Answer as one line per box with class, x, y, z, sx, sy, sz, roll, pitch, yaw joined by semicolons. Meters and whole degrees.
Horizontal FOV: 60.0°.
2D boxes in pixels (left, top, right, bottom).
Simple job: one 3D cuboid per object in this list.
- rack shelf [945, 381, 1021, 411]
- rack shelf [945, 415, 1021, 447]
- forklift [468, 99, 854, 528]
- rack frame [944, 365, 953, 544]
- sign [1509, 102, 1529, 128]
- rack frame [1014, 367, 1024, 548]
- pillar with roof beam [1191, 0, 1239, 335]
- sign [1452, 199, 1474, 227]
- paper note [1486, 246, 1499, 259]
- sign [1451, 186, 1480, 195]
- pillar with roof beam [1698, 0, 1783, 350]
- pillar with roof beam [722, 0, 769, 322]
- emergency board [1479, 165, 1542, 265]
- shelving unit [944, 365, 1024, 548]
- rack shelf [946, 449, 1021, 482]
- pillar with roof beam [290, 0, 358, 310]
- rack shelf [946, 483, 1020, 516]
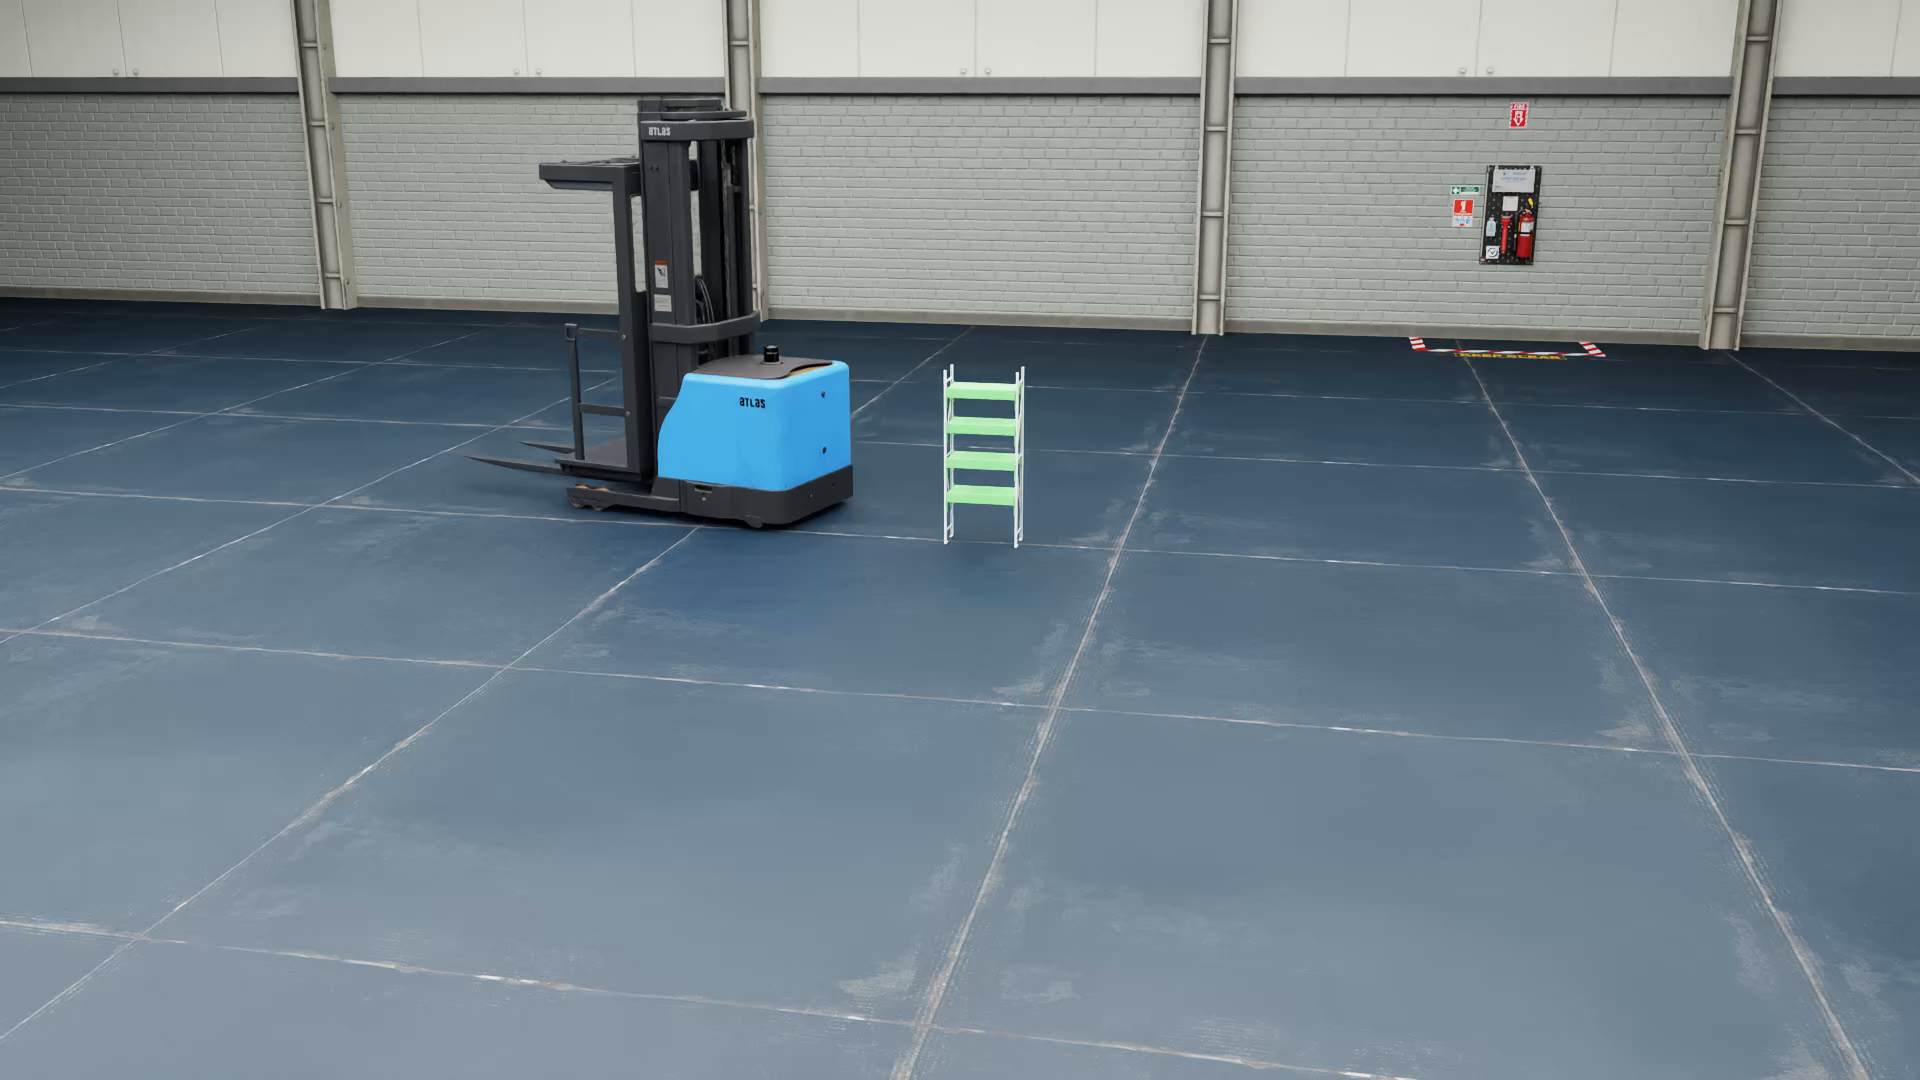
rack shelf;0.162;-0.970;11.189;0.480;0.148;0.258;3;16;11
rack shelf;0.162;-0.739;11.253;0.480;0.148;0.258;3;16;11
forklift;-2.343;-1.746;12.305;3.031;2.935;1.130;8;17;25
rack frame;-0.077;-0.582;11.347;0.015;1.200;0.240;3;16;11
sign;6.593;-5.011;19.620;0.199;0.298;0.001;3;16;11
rack frame;0.401;-0.556;11.253;0.015;1.200;0.240;3;16;11
pillar with roof beam;2.258;-5.810;15.609;0.400;9.000;9.100;3;16;11
sign;6.060;-3.941;20.033;0.234;0.329;0.001;3;16;11
paper note;6.422;-3.470;20.051;0.142;0.148;0.016;3;16;11
sign;6.063;-4.194;19.953;0.331;0.109;0.001;3;16;11
pillar with roof beam;8.138;-5.491;14.457;0.400;9.000;9.100;3;16;11
pillar with roof beam;-3.622;-6.129;16.761;0.400;9.000;9.100;3;16;11
emergency board;6.581;-3.867;19.834;0.643;1.169;0.194;3;16;11
shelving unit;0.162;-0.569;11.300;0.503;1.200;0.258;3;16;11
rack shelf;0.162;-0.508;11.317;0.480;0.148;0.258;3;16;11
pillar with roof beam;-9.501;-6.448;17.914;0.400;9.000;9.100;3;16;11
rack shelf;0.162;-0.277;11.381;0.480;0.148;0.258;3;16;11
